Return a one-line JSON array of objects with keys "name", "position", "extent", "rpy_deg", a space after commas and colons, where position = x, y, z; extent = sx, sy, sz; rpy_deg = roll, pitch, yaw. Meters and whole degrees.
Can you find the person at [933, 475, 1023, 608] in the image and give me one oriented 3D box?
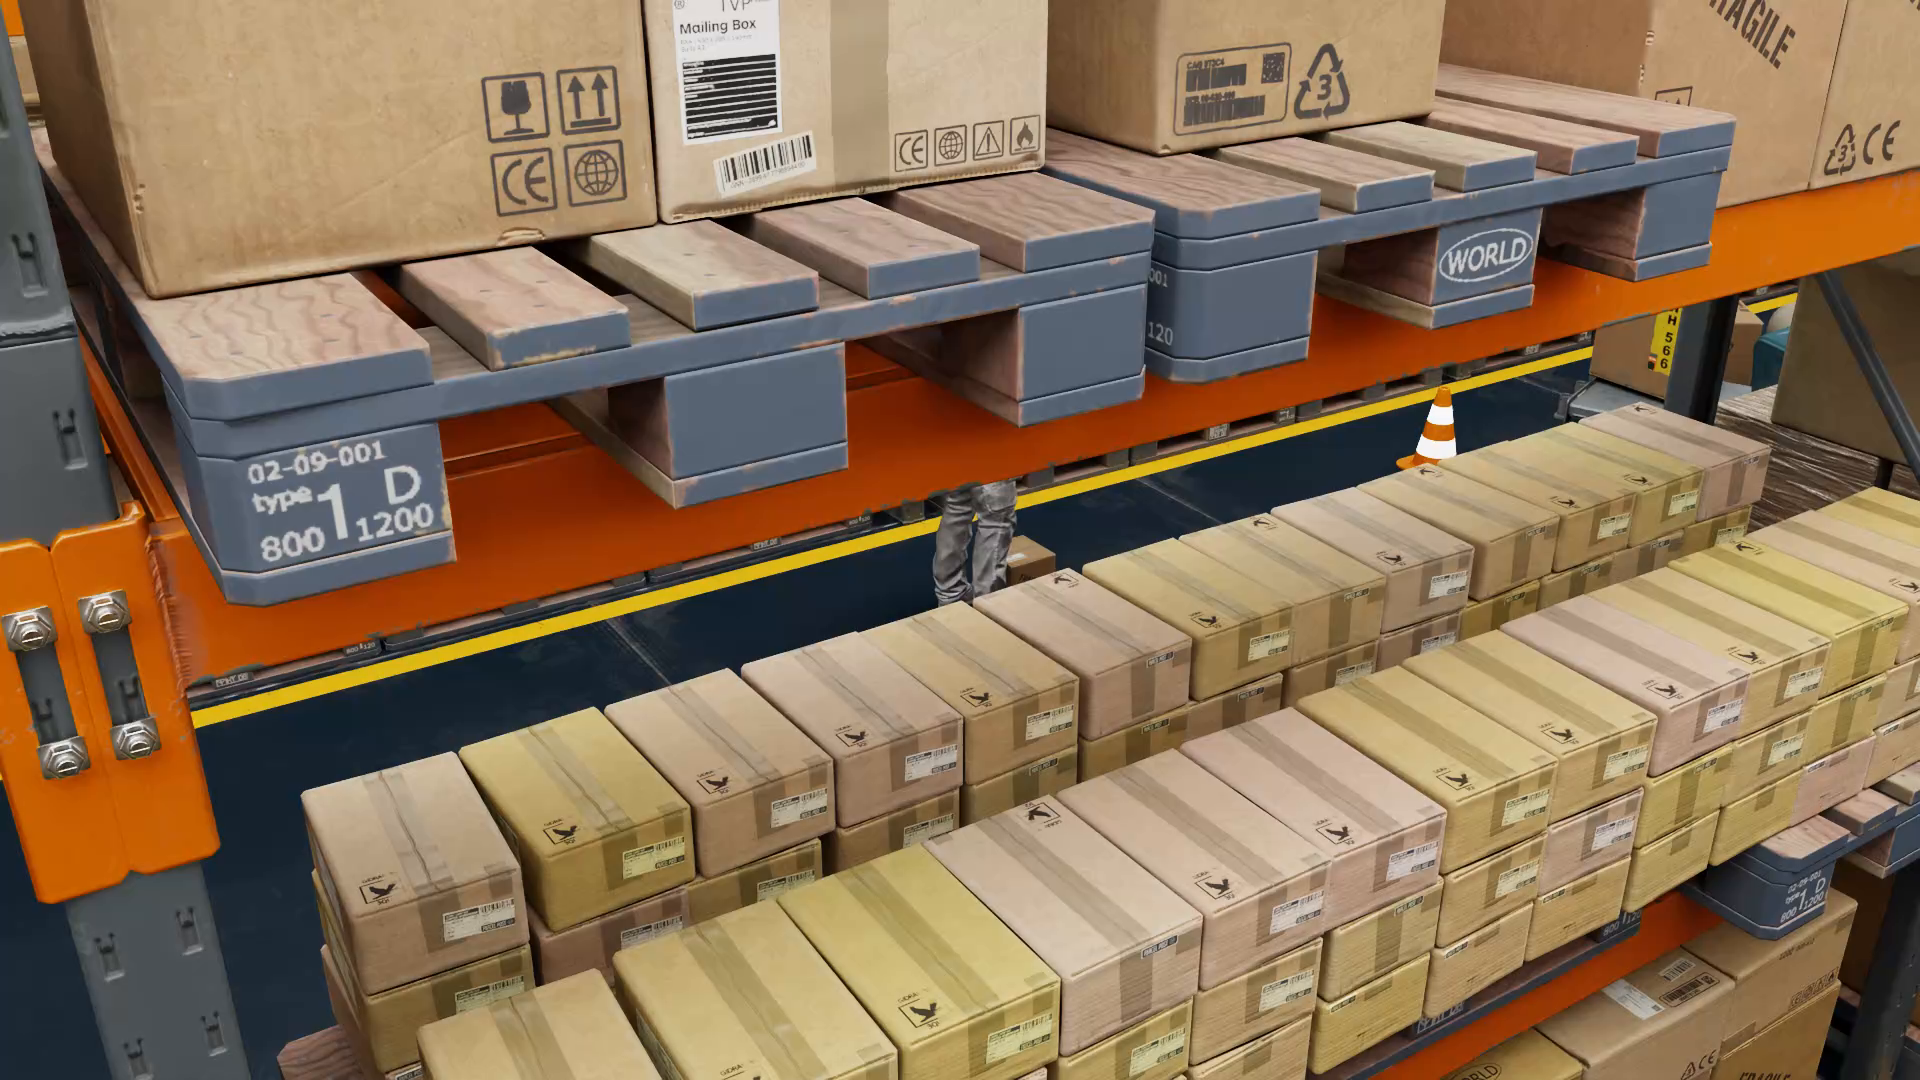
[{"name": "person", "position": [0.079, -0.468, 7.104], "extent": [0.451, 1.773, 0.615], "rpy_deg": [-15, 29, -30]}]
